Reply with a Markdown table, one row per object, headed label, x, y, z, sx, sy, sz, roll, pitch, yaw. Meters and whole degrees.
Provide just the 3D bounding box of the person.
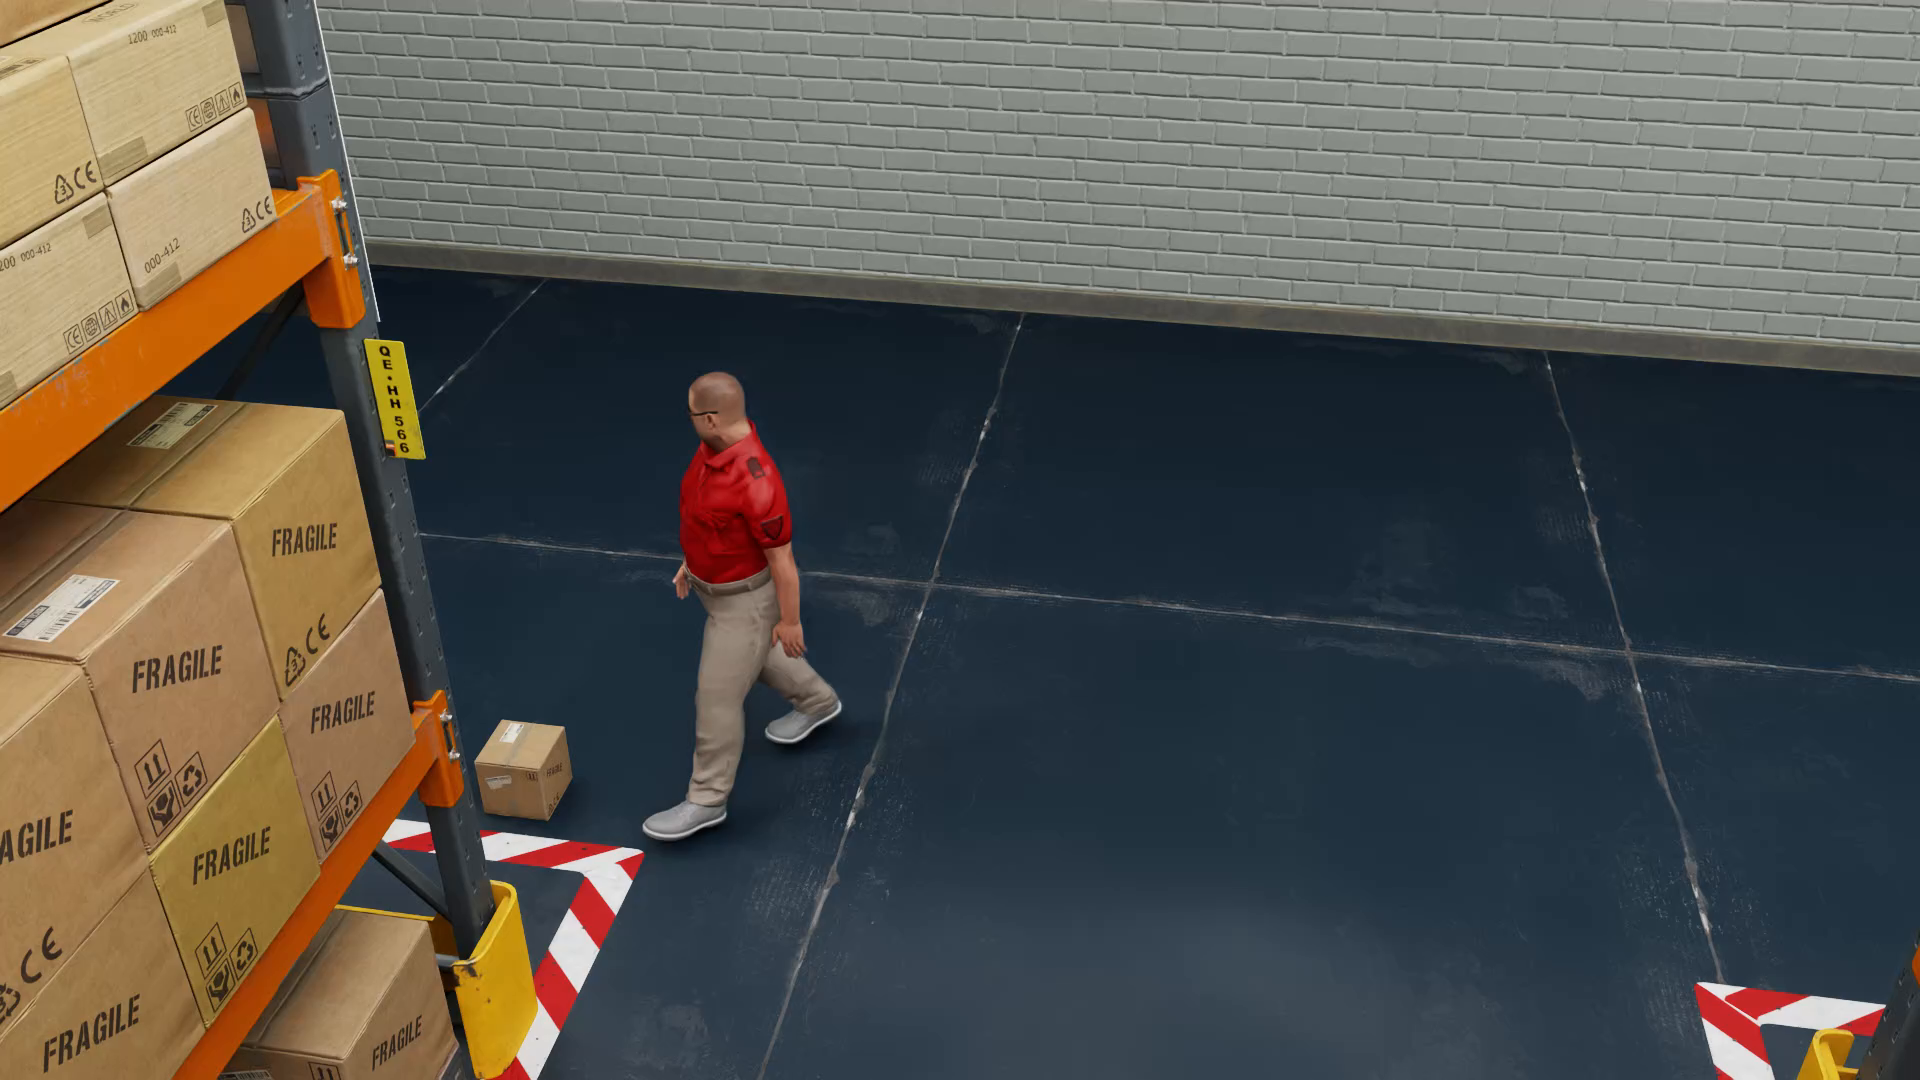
| label | x | y | z | sx | sy | sz | roll | pitch | yaw |
| --- | --- | --- | --- | --- | --- | --- | --- | --- | --- |
| person | -0.744 | 0.135 | 5.872 | 0.711 | 1.631 | 0.558 | -14 | 35 | -21 |
